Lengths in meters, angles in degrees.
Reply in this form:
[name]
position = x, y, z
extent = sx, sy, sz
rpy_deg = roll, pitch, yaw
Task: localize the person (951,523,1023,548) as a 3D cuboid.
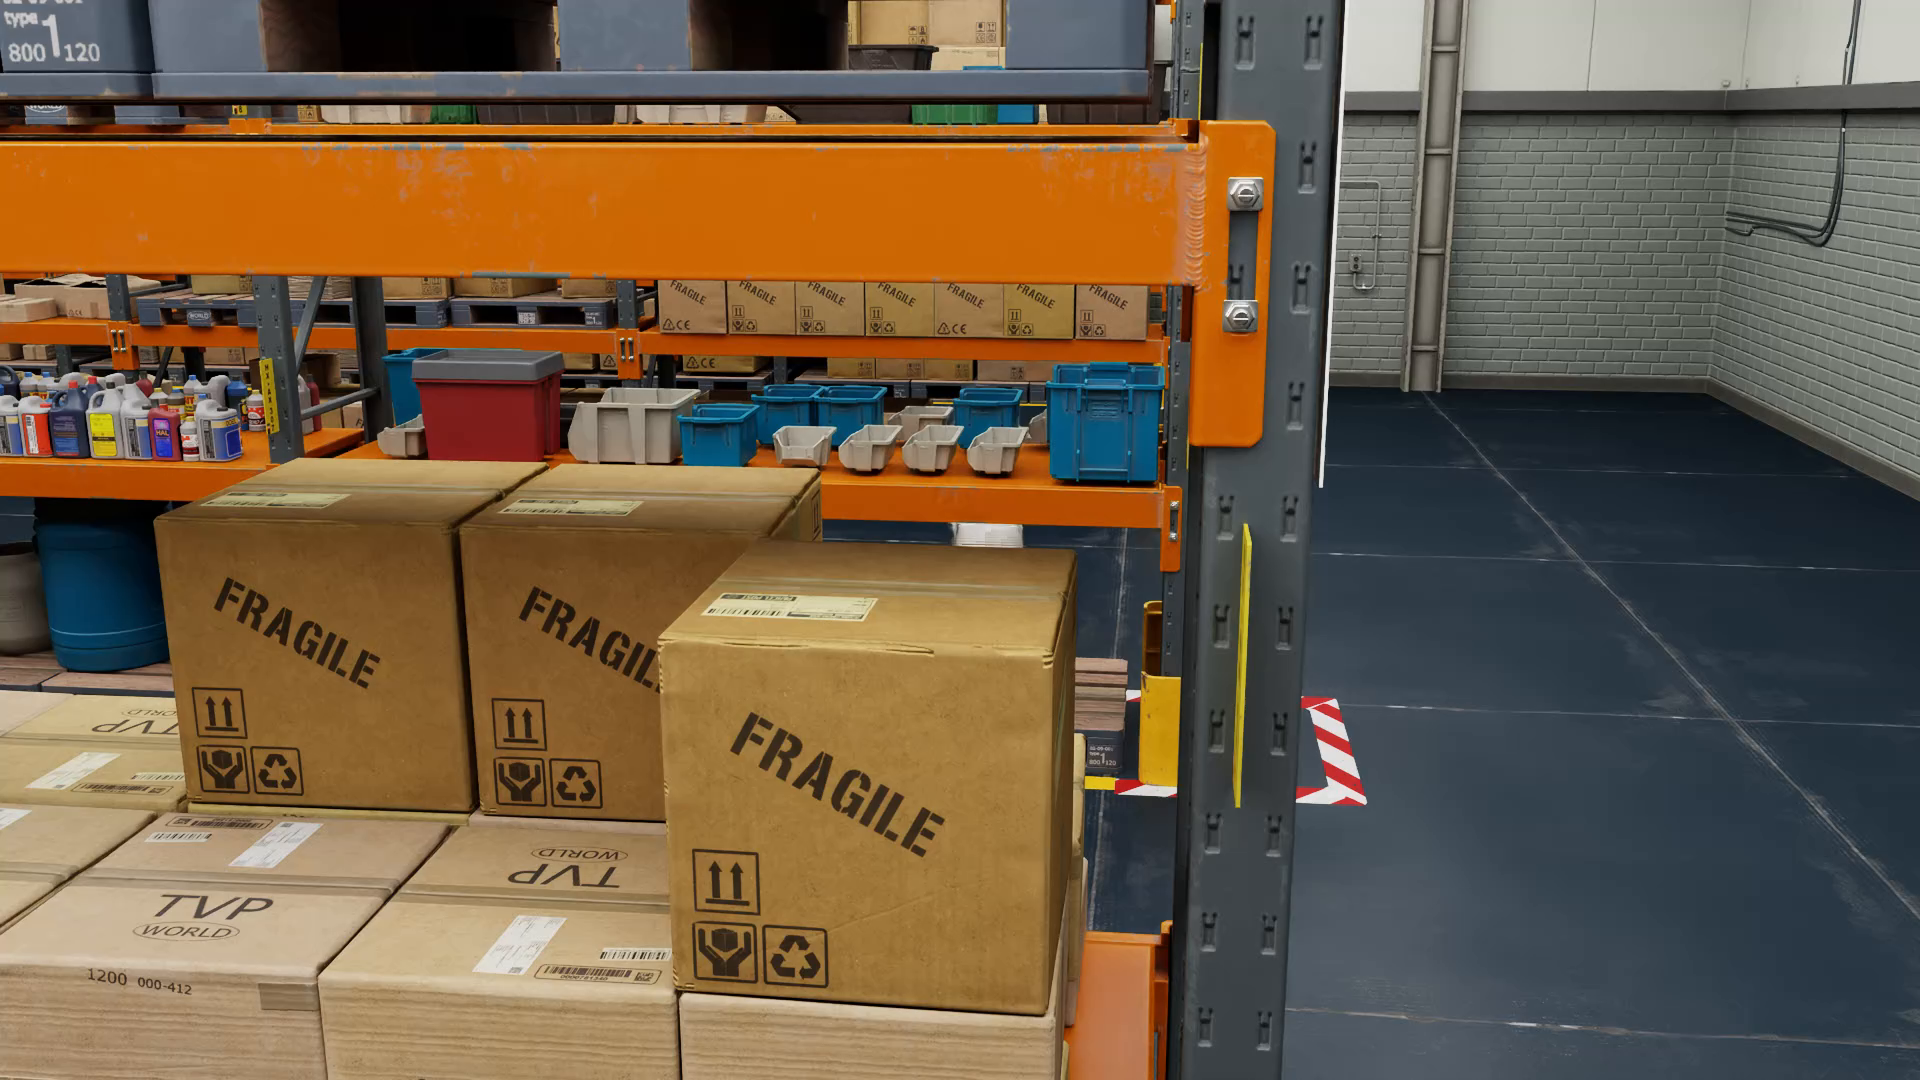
[person]
position = 0.165, 0.123, 9.537
extent = 0.457, 0.763, 0.926
rpy_deg = 1, 14, 5
